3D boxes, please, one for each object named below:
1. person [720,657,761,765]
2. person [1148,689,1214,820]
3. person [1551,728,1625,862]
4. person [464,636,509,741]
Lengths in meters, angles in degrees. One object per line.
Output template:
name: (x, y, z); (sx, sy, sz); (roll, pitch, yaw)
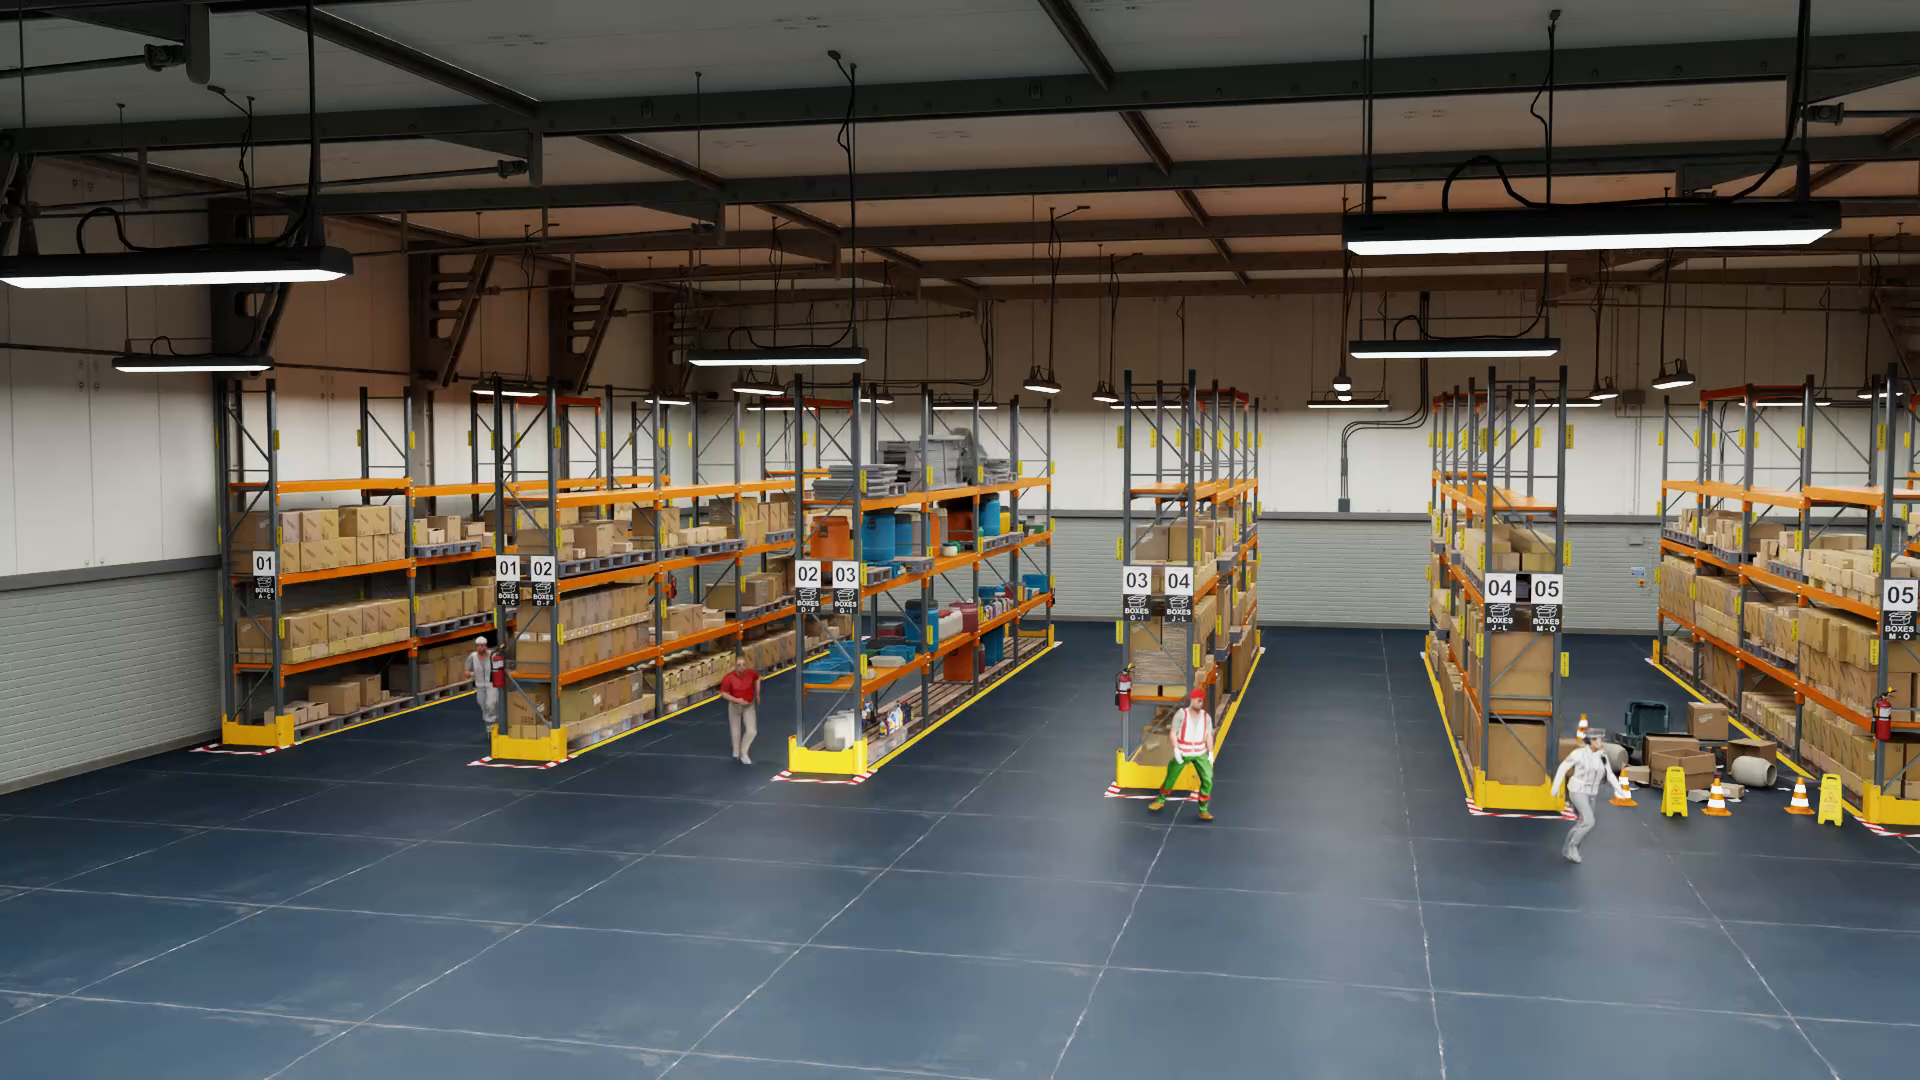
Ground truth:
person: (-3.401, 2.634, 25.783); (0.635, 1.713, 0.801); (-1, 4, -12)
person: (2.952, 2.817, 22.088); (0.852, 1.727, 0.745); (0, 3, -4)
person: (7.407, 3.004, 19.584); (0.561, 1.618, 0.755); (-2, 4, -24)
person: (-7.916, 2.466, 27.862); (0.690, 1.747, 0.989); (0, 3, 0)
